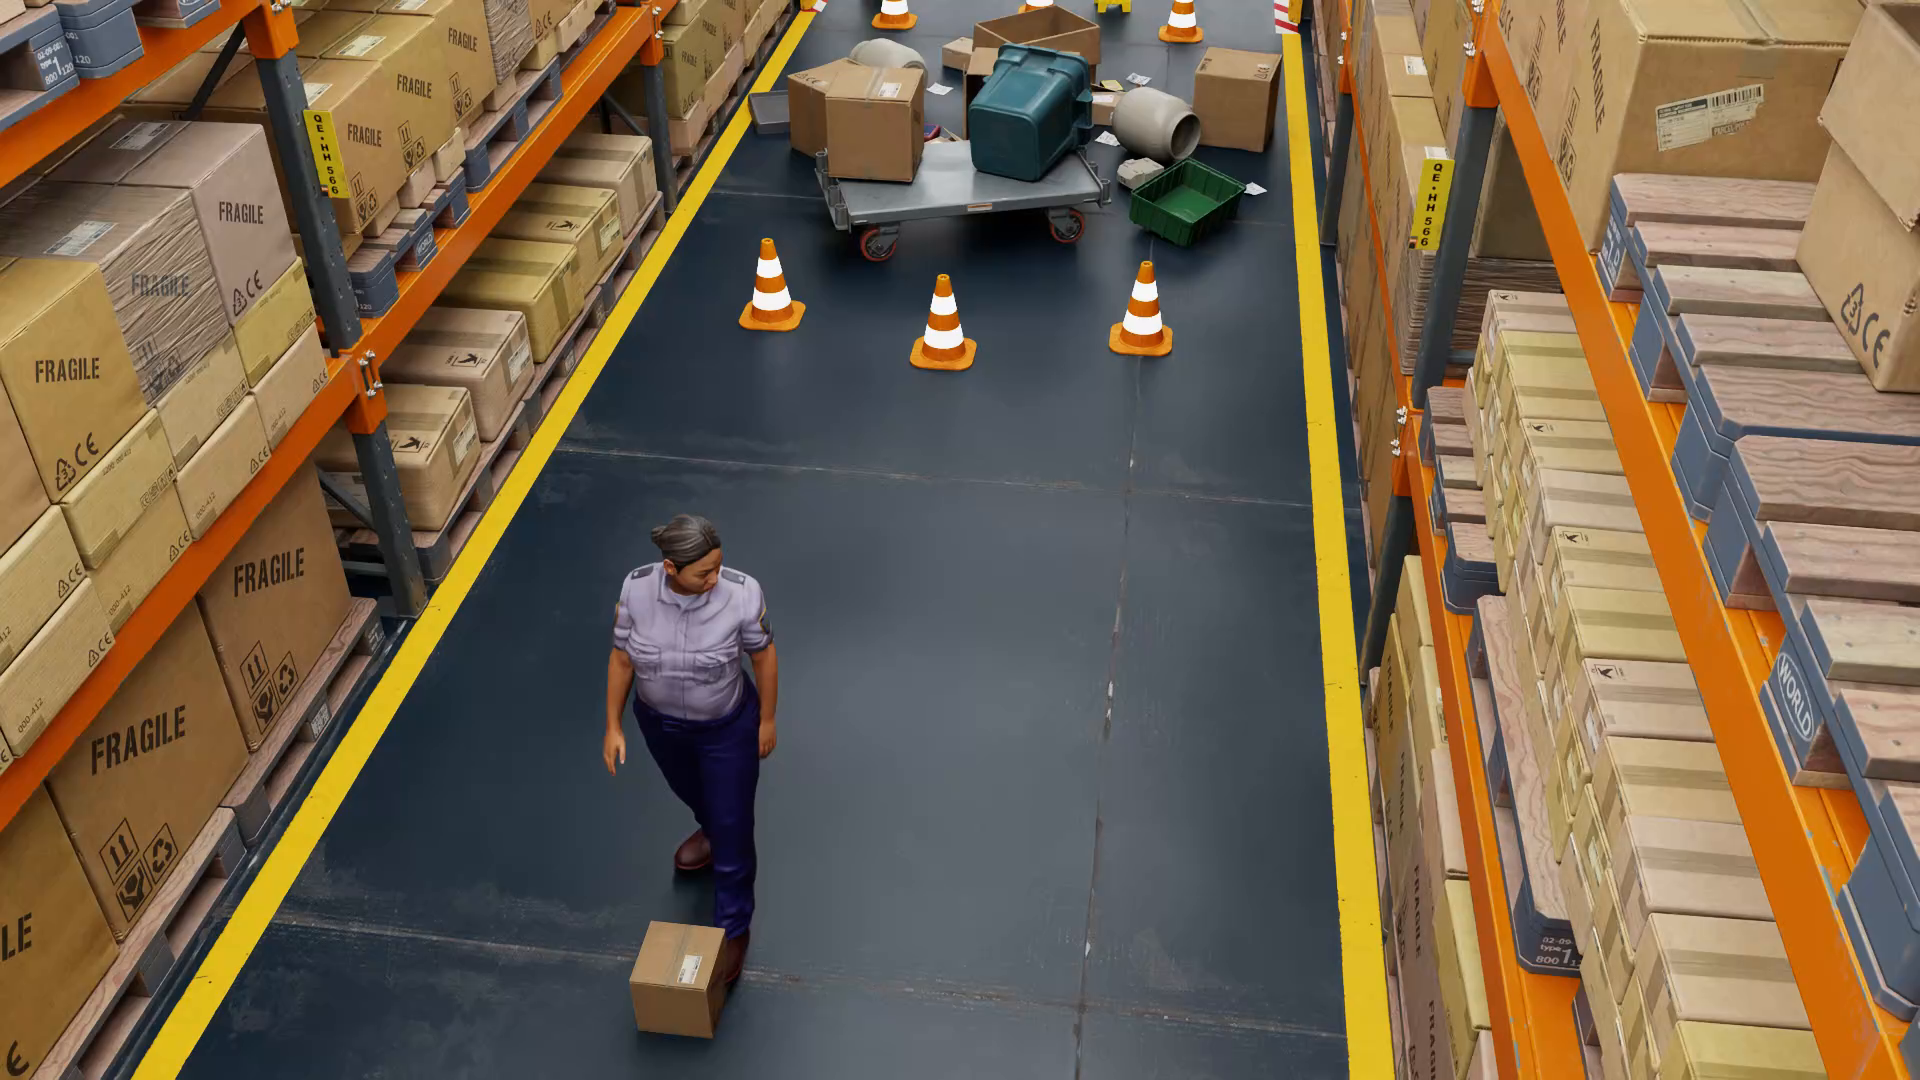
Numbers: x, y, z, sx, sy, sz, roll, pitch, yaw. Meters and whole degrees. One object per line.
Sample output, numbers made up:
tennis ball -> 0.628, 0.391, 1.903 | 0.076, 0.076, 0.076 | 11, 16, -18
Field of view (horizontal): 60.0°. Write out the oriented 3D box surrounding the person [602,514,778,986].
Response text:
person -> -0.861, 0.610, 5.310 | 0.513, 1.626, 0.746 | 9, 37, 12
